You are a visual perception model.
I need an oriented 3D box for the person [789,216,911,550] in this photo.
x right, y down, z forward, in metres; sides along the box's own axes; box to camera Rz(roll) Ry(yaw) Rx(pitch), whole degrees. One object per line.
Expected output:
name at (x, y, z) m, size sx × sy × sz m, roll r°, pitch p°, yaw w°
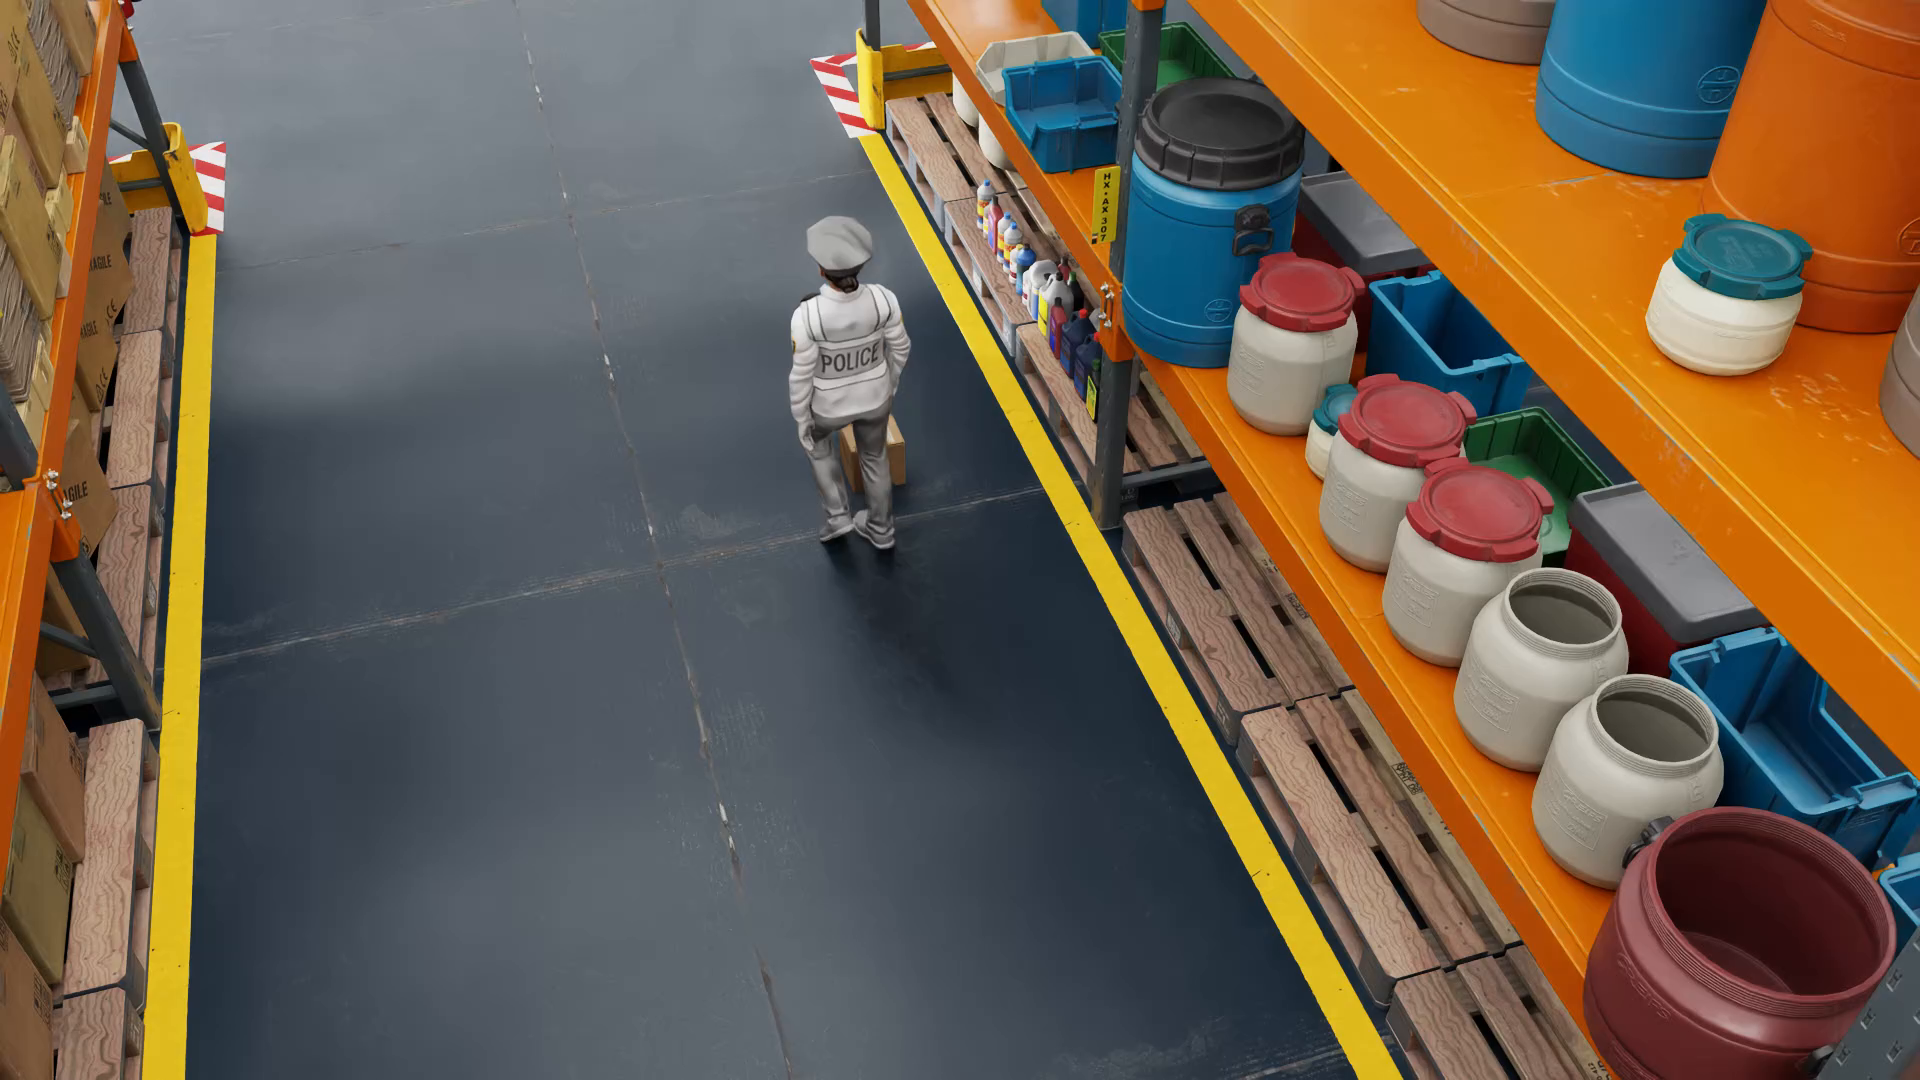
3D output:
person at (-0.461, -0.582, 6.794) m, size 0.523 × 1.730 × 0.485 m, roll -13°, pitch 44°, yaw -14°
